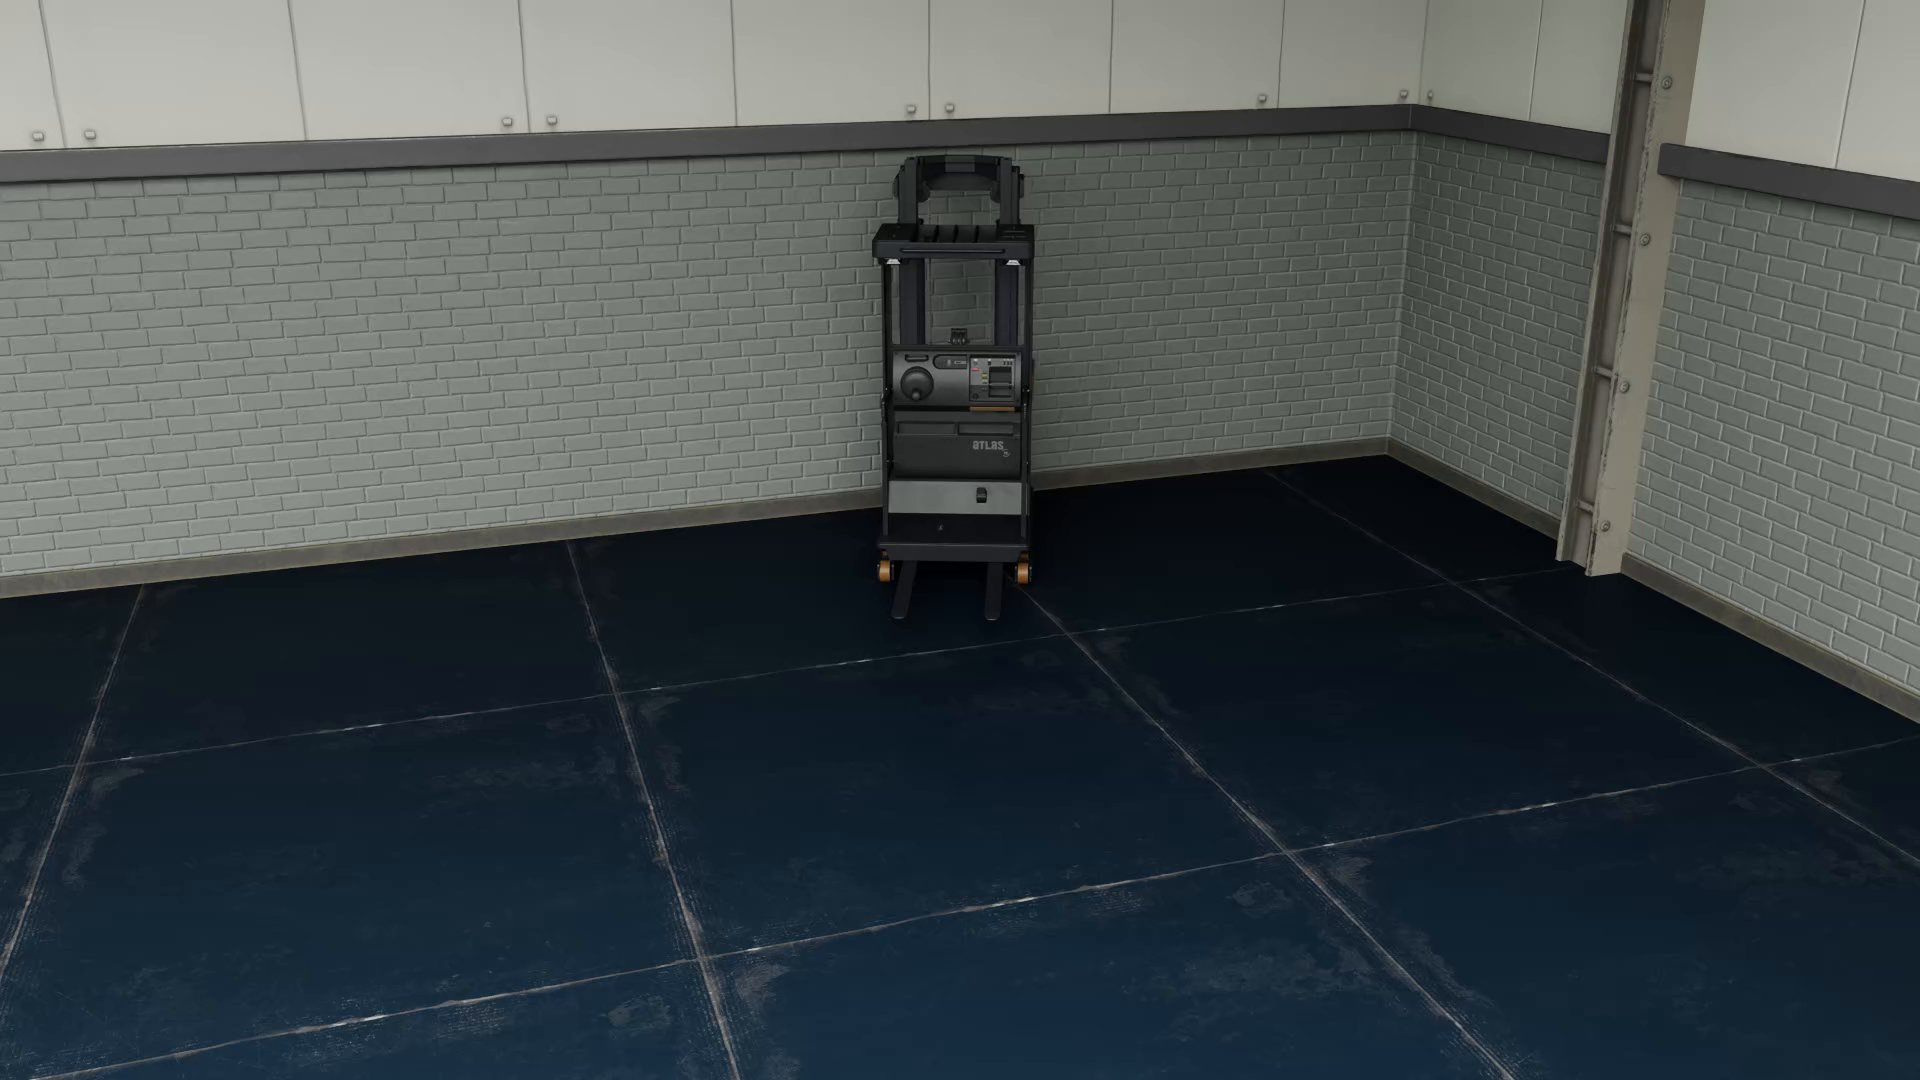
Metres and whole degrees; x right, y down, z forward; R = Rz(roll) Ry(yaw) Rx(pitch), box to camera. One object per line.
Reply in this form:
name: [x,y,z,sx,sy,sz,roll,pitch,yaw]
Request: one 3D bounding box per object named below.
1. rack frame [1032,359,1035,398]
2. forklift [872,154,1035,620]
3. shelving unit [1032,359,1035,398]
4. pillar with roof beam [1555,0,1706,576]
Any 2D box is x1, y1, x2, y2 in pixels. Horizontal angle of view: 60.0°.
rack frame: [0.531,-0.927,13.735,0.015,1.200,0.240,-3,18,-19]
forklift: [-0.028,-1.168,11.833,1.130,2.935,3.031,1,20,2]
shelving unit: [0.300,-0.916,13.656,0.503,1.200,0.258,-3,18,-19]
pillar with roof beam: [0.603,-3.590,9.600,9.100,9.000,0.400,-6,21,-17]
